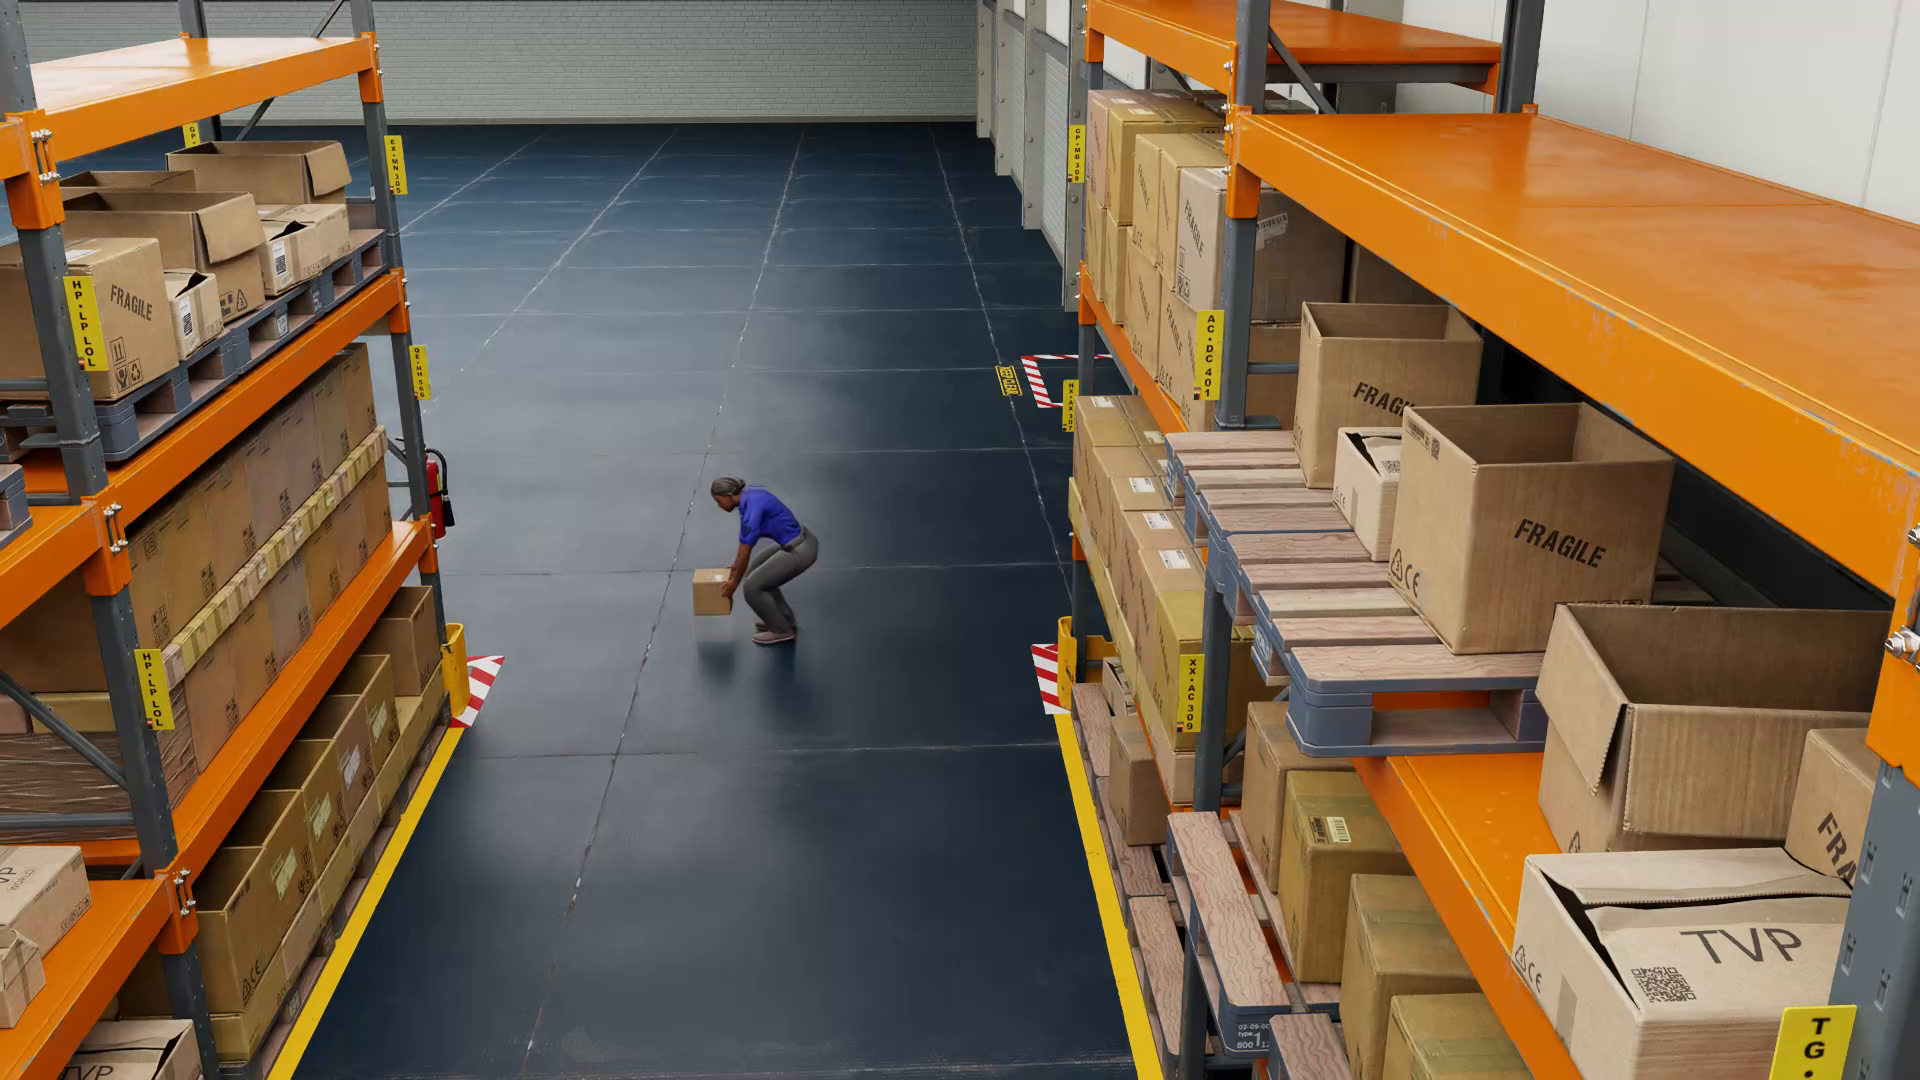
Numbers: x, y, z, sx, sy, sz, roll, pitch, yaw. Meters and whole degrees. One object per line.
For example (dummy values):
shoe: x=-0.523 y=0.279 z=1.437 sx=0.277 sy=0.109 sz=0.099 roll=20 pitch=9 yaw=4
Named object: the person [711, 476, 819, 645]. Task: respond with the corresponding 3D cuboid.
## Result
person: x=-1.328 y=0.119 z=11.437 sx=0.716 sy=1.195 sz=0.497 roll=-1 pitch=21 yaw=-3
